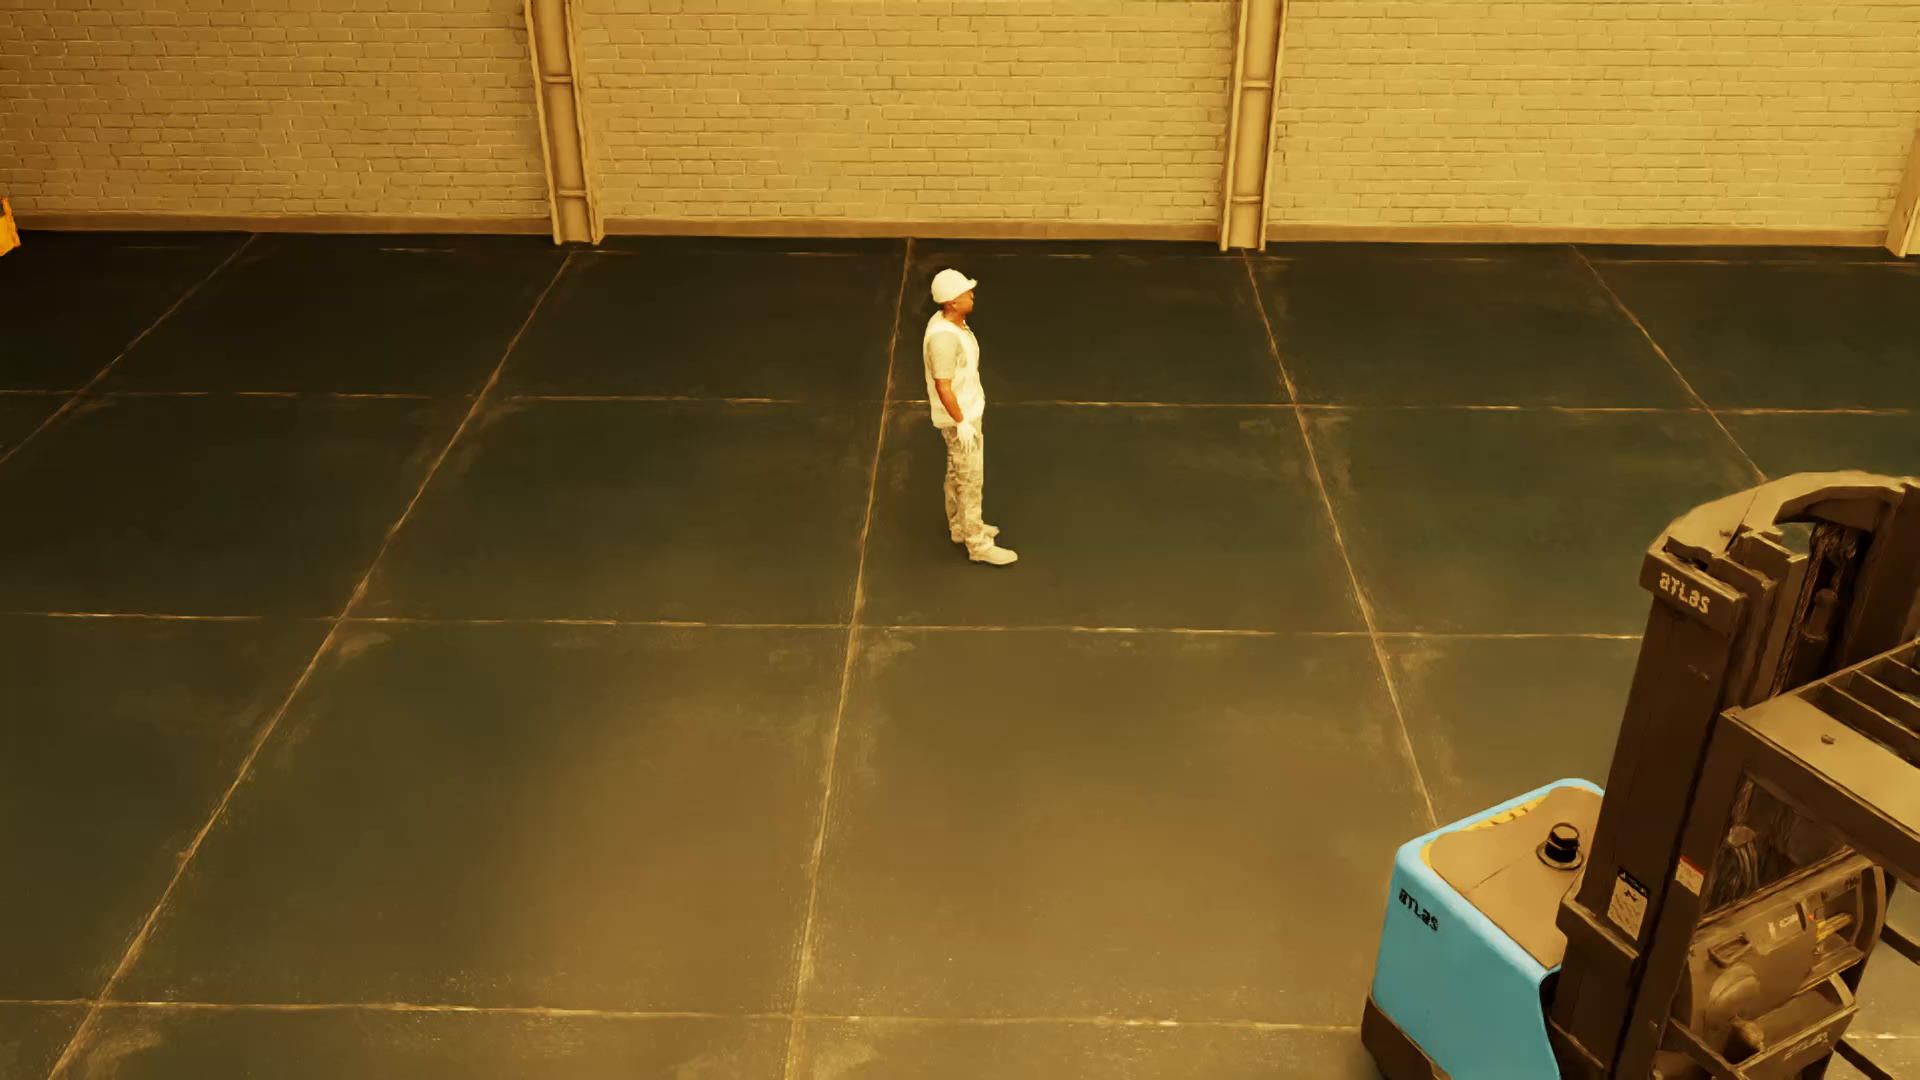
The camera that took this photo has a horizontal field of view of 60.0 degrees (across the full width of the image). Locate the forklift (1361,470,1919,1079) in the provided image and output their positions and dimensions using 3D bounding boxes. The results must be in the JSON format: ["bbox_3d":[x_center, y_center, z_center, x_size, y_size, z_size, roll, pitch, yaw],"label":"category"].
[{"bbox_3d":[2.798,1.384,5.267,1.130,2.935,3.031,-15,34,-24],"label":"forklift"}]

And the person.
[{"bbox_3d":[0.072,-0.769,10.035,0.576,1.782,0.655,1,31,1],"label":"person"}]
